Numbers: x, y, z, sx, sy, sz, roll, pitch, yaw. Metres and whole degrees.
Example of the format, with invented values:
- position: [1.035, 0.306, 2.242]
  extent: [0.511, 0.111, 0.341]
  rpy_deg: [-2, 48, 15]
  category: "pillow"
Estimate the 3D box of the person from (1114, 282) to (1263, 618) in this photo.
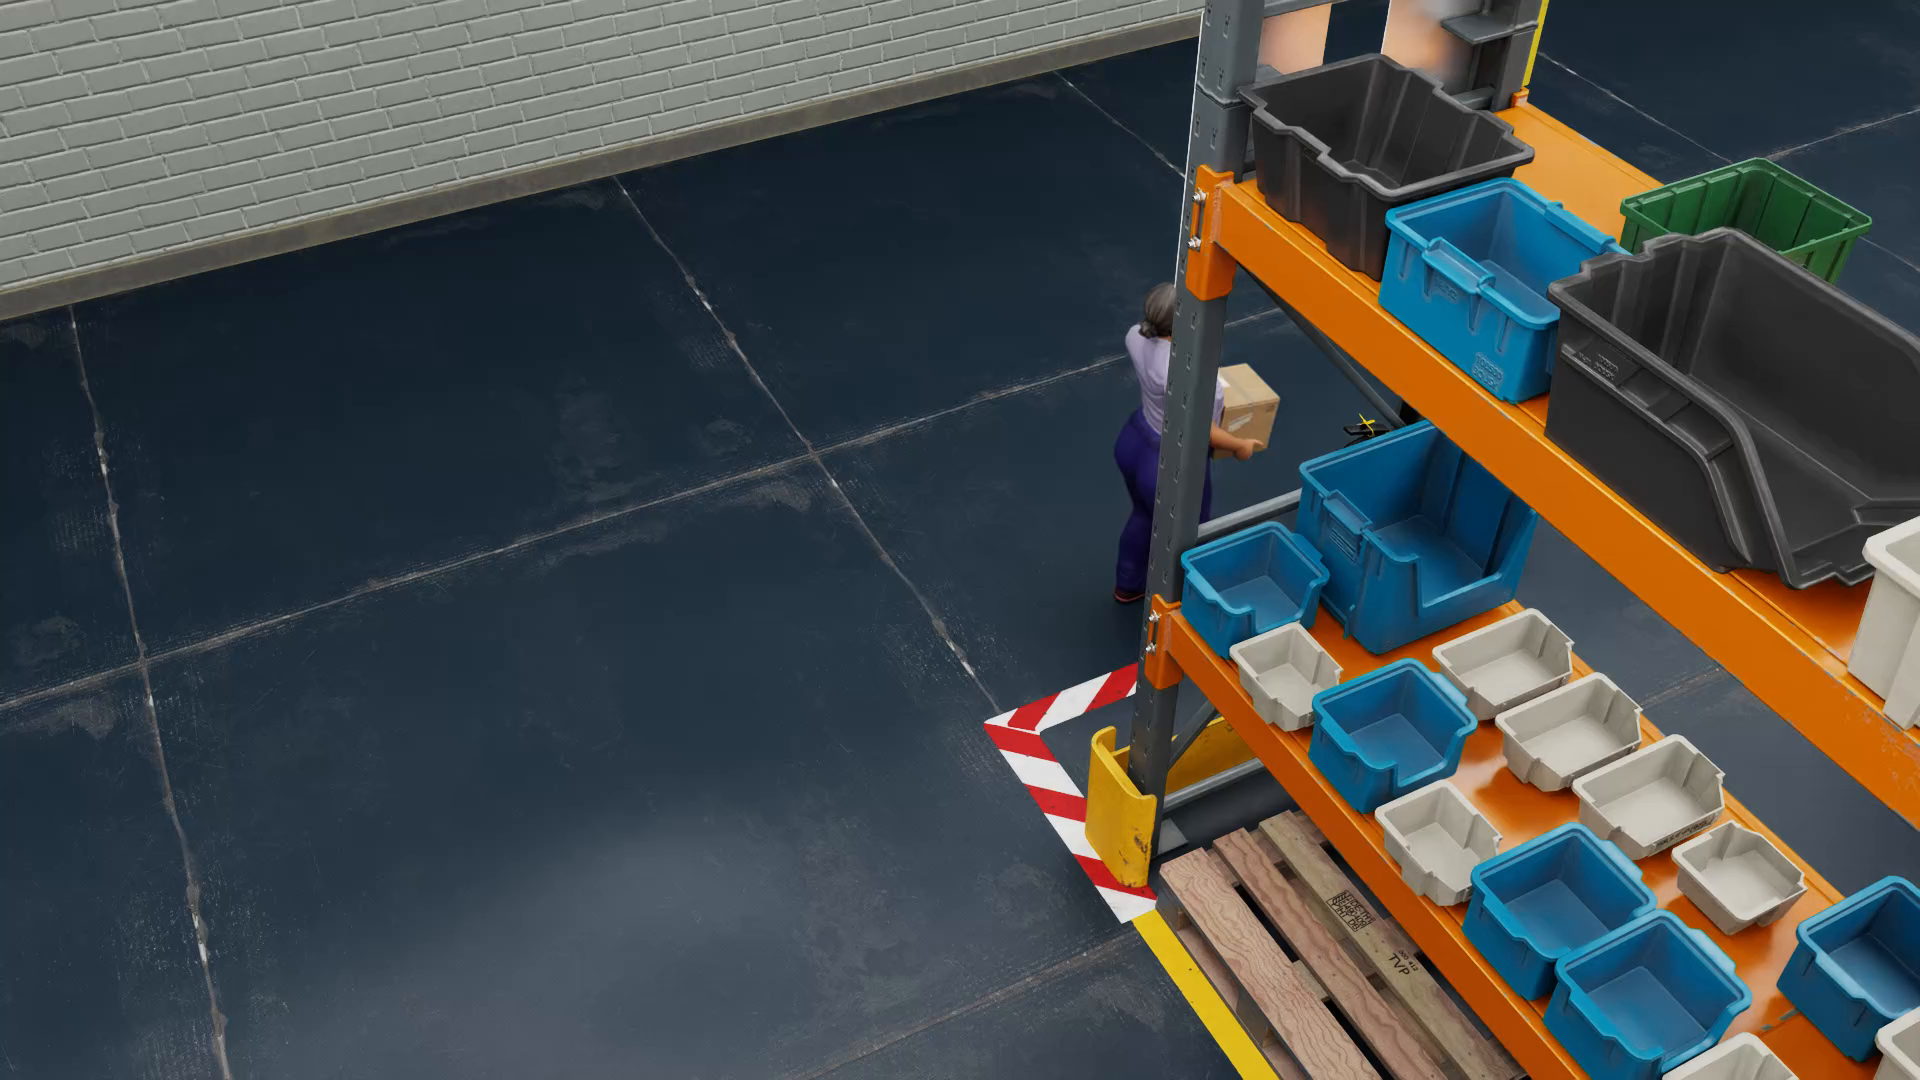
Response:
- position: [0.886, -0.327, 6.554]
  extent: [0.518, 1.625, 0.460]
  rpy_deg: [-17, 44, -18]
  category: "person"
